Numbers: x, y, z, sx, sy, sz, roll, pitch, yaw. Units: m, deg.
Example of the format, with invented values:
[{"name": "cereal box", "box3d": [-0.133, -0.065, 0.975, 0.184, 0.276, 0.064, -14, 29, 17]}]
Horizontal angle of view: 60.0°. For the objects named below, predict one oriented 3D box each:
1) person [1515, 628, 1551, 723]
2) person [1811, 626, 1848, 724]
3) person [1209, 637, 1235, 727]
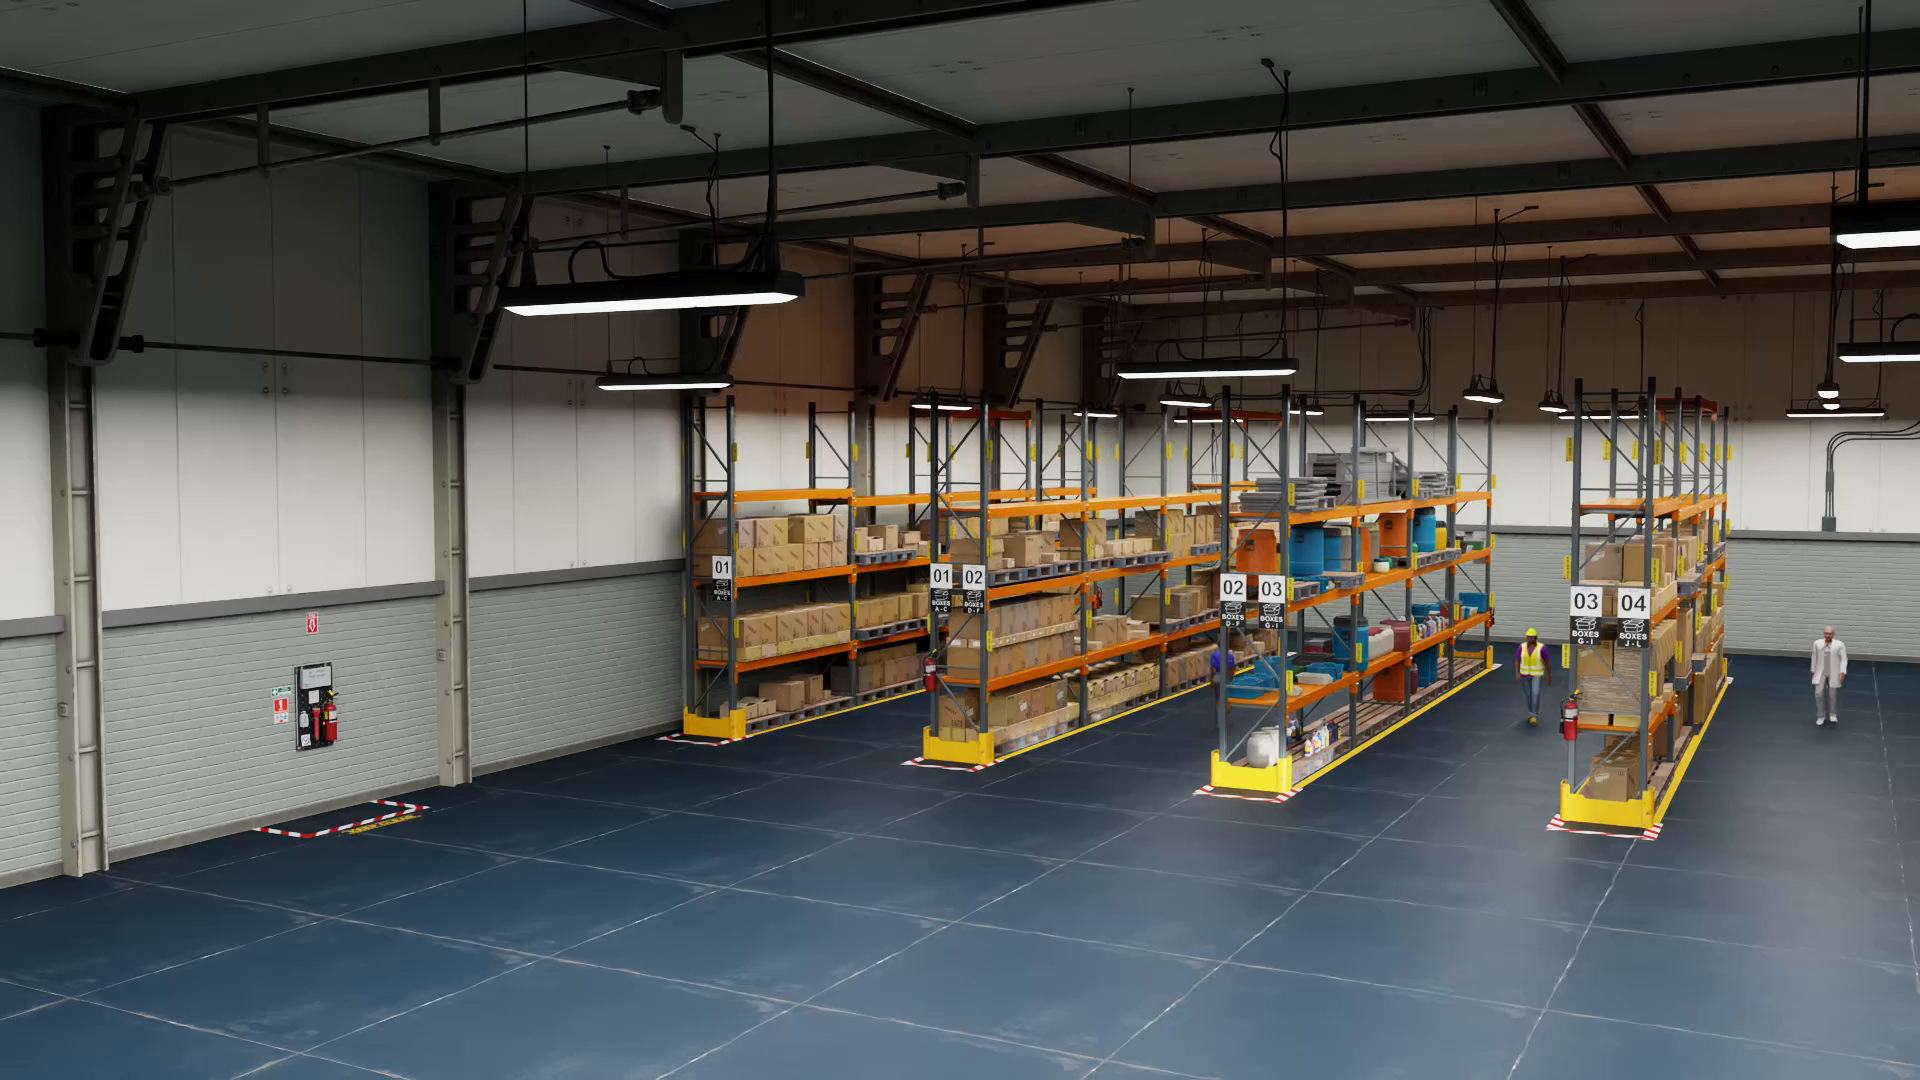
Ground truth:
[{"name": "person", "box3d": [10.553, 2.493, 30.724, 0.616, 1.716, 0.966, 2, 4, 37]}, {"name": "person", "box3d": [16.070, 2.519, 30.764, 0.631, 1.846, 0.594, 2, 4, 38]}, {"name": "person", "box3d": [4.773, 2.588, 30.248, 0.496, 1.654, 0.507, 2, 4, 31]}]
